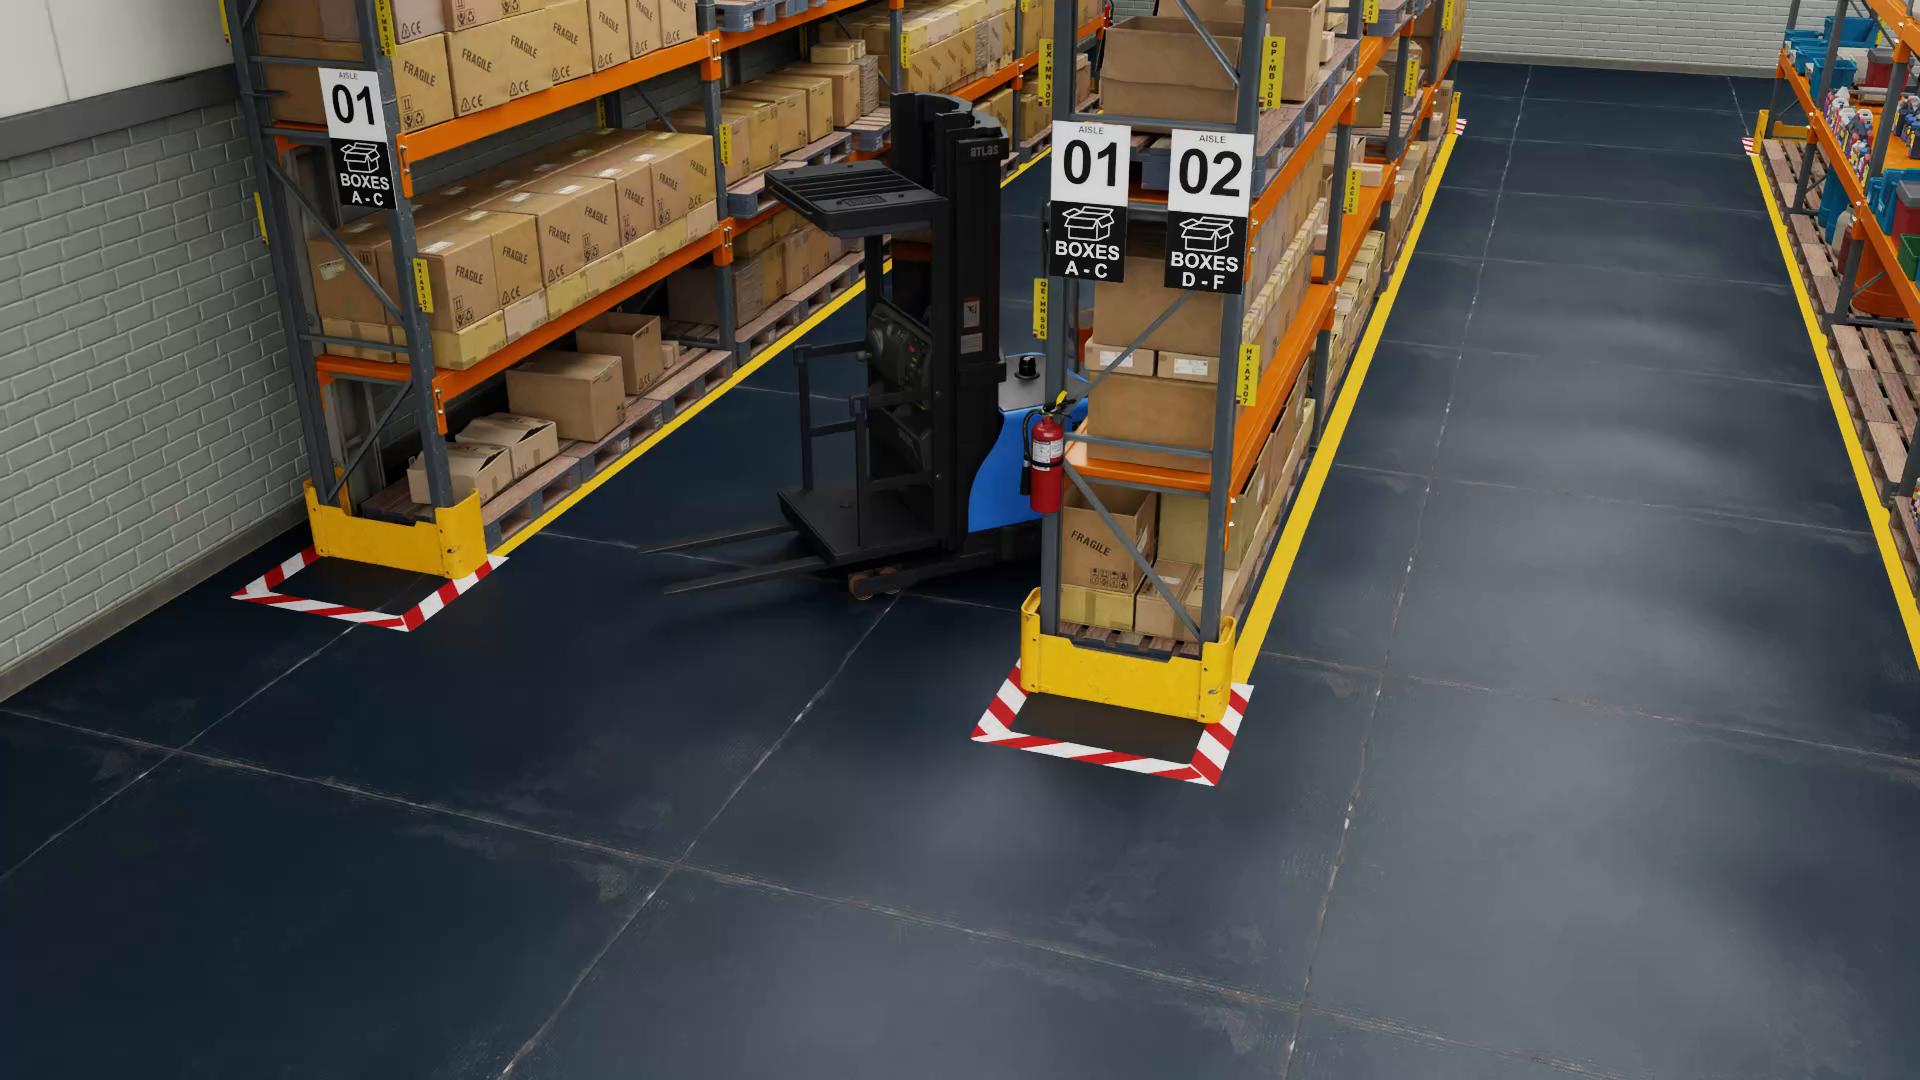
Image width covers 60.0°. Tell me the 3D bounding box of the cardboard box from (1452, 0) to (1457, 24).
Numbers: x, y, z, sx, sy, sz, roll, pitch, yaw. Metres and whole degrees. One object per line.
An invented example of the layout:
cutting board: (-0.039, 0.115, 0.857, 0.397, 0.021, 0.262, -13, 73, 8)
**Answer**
cardboard box: (5.700, -6.498, 19.967, 0.500, 0.500, 0.500, 8, 27, 16)

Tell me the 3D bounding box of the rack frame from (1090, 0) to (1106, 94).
rack frame: (1.594, -7.788, 23.893, 1.000, 3.000, 0.127, 9, 27, 17)

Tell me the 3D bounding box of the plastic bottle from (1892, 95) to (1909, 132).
plastic bottle: (9.472, -4.281, 16.706, 0.144, 0.351, 0.185, 9, 27, 17)

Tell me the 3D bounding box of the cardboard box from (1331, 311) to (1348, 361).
cardboard box: (2.817, -1.682, 13.312, 0.500, 0.311, 0.500, 8, 27, 17)

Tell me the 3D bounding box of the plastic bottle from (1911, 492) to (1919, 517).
plastic bottle: (6.389, -0.249, 11.029, 0.097, 0.201, 0.097, 0, 26, 0)

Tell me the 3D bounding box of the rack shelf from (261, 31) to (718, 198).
rack shelf: (-3.065, -3.061, 11.513, 1.077, 0.370, 4.000, 9, 27, 17)

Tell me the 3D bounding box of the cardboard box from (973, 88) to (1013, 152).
cardboard box: (0.169, -5.080, 20.284, 0.750, 0.750, 0.750, 9, 27, 18)

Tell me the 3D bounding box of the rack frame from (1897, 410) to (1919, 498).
rack frame: (6.943, -1.420, 10.740, 1.000, 3.000, 0.127, 9, 27, 17)

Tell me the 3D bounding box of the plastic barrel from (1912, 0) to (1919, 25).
plastic barrel: (7.881, -4.381, 13.285, 0.421, 0.512, 0.421, 0, 26, 0)

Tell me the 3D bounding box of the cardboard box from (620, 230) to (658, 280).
cardboard box: (-2.598, -2.147, 12.391, 0.500, 0.250, 0.500, 9, 27, 17)

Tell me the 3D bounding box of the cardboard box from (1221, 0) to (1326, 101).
cardboard box: (1.752, -2.786, 9.362, 0.500, 0.500, 0.500, 9, 27, 17)

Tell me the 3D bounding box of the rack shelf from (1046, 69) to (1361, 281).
rack shelf: (1.607, -2.344, 10.033, 1.077, 0.370, 4.000, 9, 27, 17)

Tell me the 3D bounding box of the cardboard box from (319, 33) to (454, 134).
cardboard box: (-3.384, -2.718, 9.842, 0.500, 0.500, 0.500, 9, 27, 19)

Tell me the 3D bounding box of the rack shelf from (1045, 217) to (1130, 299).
rack shelf: (0.869, -1.971, 11.304, 0.480, 0.518, 0.431, -16, 26, -30)

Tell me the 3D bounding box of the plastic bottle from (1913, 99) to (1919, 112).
plastic bottle: (9.608, -4.260, 16.663, 0.144, 0.351, 0.185, 9, 27, 17)

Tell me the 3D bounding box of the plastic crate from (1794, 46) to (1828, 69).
plastic crate: (10.105, -5.708, 19.720, 0.416, 0.233, 0.300, 9, 27, 17)

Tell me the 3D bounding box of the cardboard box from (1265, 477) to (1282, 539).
cardboard box: (1.831, -0.252, 11.001, 0.500, 0.250, 0.500, 9, 27, 17)

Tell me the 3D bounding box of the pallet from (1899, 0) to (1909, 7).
pallet: (8.621, -4.629, 14.143, 1.003, 0.211, 1.213, 9, 27, 17)

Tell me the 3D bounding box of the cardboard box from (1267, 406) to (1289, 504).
cardboard box: (1.832, -0.589, 10.837, 0.500, 0.500, 0.500, 9, 27, 17)

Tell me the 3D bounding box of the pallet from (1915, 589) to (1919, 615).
pallet: (6.276, 0.608, 9.751, 1.003, 0.211, 1.213, 9, 27, 17)

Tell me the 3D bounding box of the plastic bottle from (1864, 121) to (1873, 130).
plastic bottle: (8.713, -3.894, 15.998, 0.097, 0.271, 0.097, 0, 26, 0)

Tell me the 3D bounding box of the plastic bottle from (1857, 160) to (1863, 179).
plastic bottle: (8.138, -3.342, 14.938, 0.097, 0.201, 0.097, 0, 26, 0)

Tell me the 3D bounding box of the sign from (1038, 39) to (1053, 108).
sign: (0.435, -2.293, 8.177, 0.100, 0.325, 0.005, 9, 27, 17)

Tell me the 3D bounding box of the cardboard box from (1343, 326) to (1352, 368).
cardboard box: (2.982, -1.644, 13.877, 0.500, 0.250, 0.500, 8, 27, 16)

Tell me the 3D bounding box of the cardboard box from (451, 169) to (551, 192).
cardboard box: (-3.262, -2.342, 11.933, 0.500, 0.500, 0.500, 9, 27, 18)

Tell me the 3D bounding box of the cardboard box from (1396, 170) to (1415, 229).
cardboard box: (4.534, -3.639, 17.686, 0.500, 0.500, 0.500, 8, 27, 16)

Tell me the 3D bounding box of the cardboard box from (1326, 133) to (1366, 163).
cardboard box: (3.442, -3.600, 15.346, 0.500, 0.311, 0.500, 11, 28, 21)

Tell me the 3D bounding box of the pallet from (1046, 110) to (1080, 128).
pallet: (0.994, -5.693, 22.766, 1.003, 0.211, 1.213, 9, 27, 17)

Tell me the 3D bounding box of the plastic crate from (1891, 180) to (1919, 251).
plastic crate: (7.447, -2.473, 12.841, 0.402, 0.464, 0.583, 9, 27, 17)

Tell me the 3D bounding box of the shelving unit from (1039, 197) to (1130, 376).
shelving unit: (0.897, -1.335, 11.561, 0.503, 2.100, 0.431, -16, 26, -30)

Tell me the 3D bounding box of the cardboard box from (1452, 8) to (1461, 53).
cardboard box: (6.033, -6.475, 21.065, 0.500, 0.500, 0.500, 9, 27, 18)

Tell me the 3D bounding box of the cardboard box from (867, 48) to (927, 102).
cardboard box: (-0.666, -4.851, 17.347, 0.500, 0.500, 0.500, 10, 27, 19)

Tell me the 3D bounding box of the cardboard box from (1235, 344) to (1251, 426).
cardboard box: (1.279, -0.947, 9.650, 0.700, 0.500, 0.500, 9, 27, 19)

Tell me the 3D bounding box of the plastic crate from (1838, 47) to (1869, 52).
plastic crate: (10.835, -5.898, 20.223, 0.396, 0.136, 0.243, 9, 27, 17)

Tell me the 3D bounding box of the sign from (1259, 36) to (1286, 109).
sign: (1.463, -2.192, 7.799, 0.100, 0.325, 0.005, 9, 27, 17)

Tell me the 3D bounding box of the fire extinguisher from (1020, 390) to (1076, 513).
fire extinguisher: (0.464, -0.480, 8.888, 0.296, 0.674, 0.183, 9, 27, 17)

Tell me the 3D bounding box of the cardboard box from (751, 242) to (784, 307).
cardboard box: (-2.046, -2.454, 15.240, 0.700, 0.500, 0.500, 8, 27, 16)

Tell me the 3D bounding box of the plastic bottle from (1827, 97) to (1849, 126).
plastic bottle: (8.970, -4.366, 16.968, 0.152, 0.276, 0.135, 9, 27, 17)

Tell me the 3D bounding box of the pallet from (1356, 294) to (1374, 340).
pallet: (3.293, -2.196, 15.543, 1.003, 0.211, 1.213, 9, 27, 17)

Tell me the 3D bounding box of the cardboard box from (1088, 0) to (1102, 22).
cardboard box: (1.433, -7.712, 23.391, 0.980, 0.700, 0.700, 10, 28, 20)

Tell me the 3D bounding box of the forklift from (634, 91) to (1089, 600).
forklift: (-0.569, -1.204, 10.373, 3.031, 2.935, 1.130, -11, 28, -22)

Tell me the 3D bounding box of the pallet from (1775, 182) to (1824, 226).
pallet: (9.813, -3.760, 18.774, 1.003, 0.211, 1.213, 9, 27, 17)

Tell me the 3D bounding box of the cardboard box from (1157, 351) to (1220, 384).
cardboard box: (1.275, -0.963, 8.937, 0.380, 0.149, 0.250, 9, 27, 17)

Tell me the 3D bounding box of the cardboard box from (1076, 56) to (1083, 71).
cardboard box: (1.500, -6.657, 23.200, 0.380, 0.149, 0.250, 9, 27, 19)

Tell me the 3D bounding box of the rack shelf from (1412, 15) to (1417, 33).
rack shelf: (4.269, -5.632, 16.823, 1.077, 0.370, 4.000, 9, 27, 17)

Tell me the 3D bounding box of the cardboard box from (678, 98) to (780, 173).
cardboard box: (-2.005, -3.532, 14.484, 0.700, 0.500, 0.500, 12, 28, 23)

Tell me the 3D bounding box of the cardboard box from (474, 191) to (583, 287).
cardboard box: (-2.937, -2.057, 11.346, 0.500, 0.500, 0.500, 8, 27, 16)

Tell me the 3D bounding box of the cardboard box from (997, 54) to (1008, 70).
cardboard box: (0.355, -5.753, 19.955, 0.380, 0.149, 0.250, 9, 27, 18)

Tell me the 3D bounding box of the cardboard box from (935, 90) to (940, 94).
cardboard box: (-0.435, -4.926, 18.248, 0.380, 0.149, 0.250, 9, 27, 19)

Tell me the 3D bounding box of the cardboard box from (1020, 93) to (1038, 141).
cardboard box: (0.608, -5.500, 21.555, 0.700, 0.500, 0.500, 9, 27, 18)

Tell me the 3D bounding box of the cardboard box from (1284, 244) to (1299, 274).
cardboard box: (1.960, -1.812, 10.692, 0.380, 0.149, 0.250, 10, 27, 19)

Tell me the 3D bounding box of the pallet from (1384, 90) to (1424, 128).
pallet: (4.247, -4.497, 17.316, 1.003, 0.211, 1.213, 9, 27, 17)

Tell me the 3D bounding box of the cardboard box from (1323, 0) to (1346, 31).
cardboard box: (2.487, -3.863, 12.035, 0.500, 0.250, 0.500, 12, 28, 23)

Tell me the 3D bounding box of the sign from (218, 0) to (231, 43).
sign: (-4.248, -3.050, 9.649, 0.100, 0.325, 0.005, 9, 27, 17)
